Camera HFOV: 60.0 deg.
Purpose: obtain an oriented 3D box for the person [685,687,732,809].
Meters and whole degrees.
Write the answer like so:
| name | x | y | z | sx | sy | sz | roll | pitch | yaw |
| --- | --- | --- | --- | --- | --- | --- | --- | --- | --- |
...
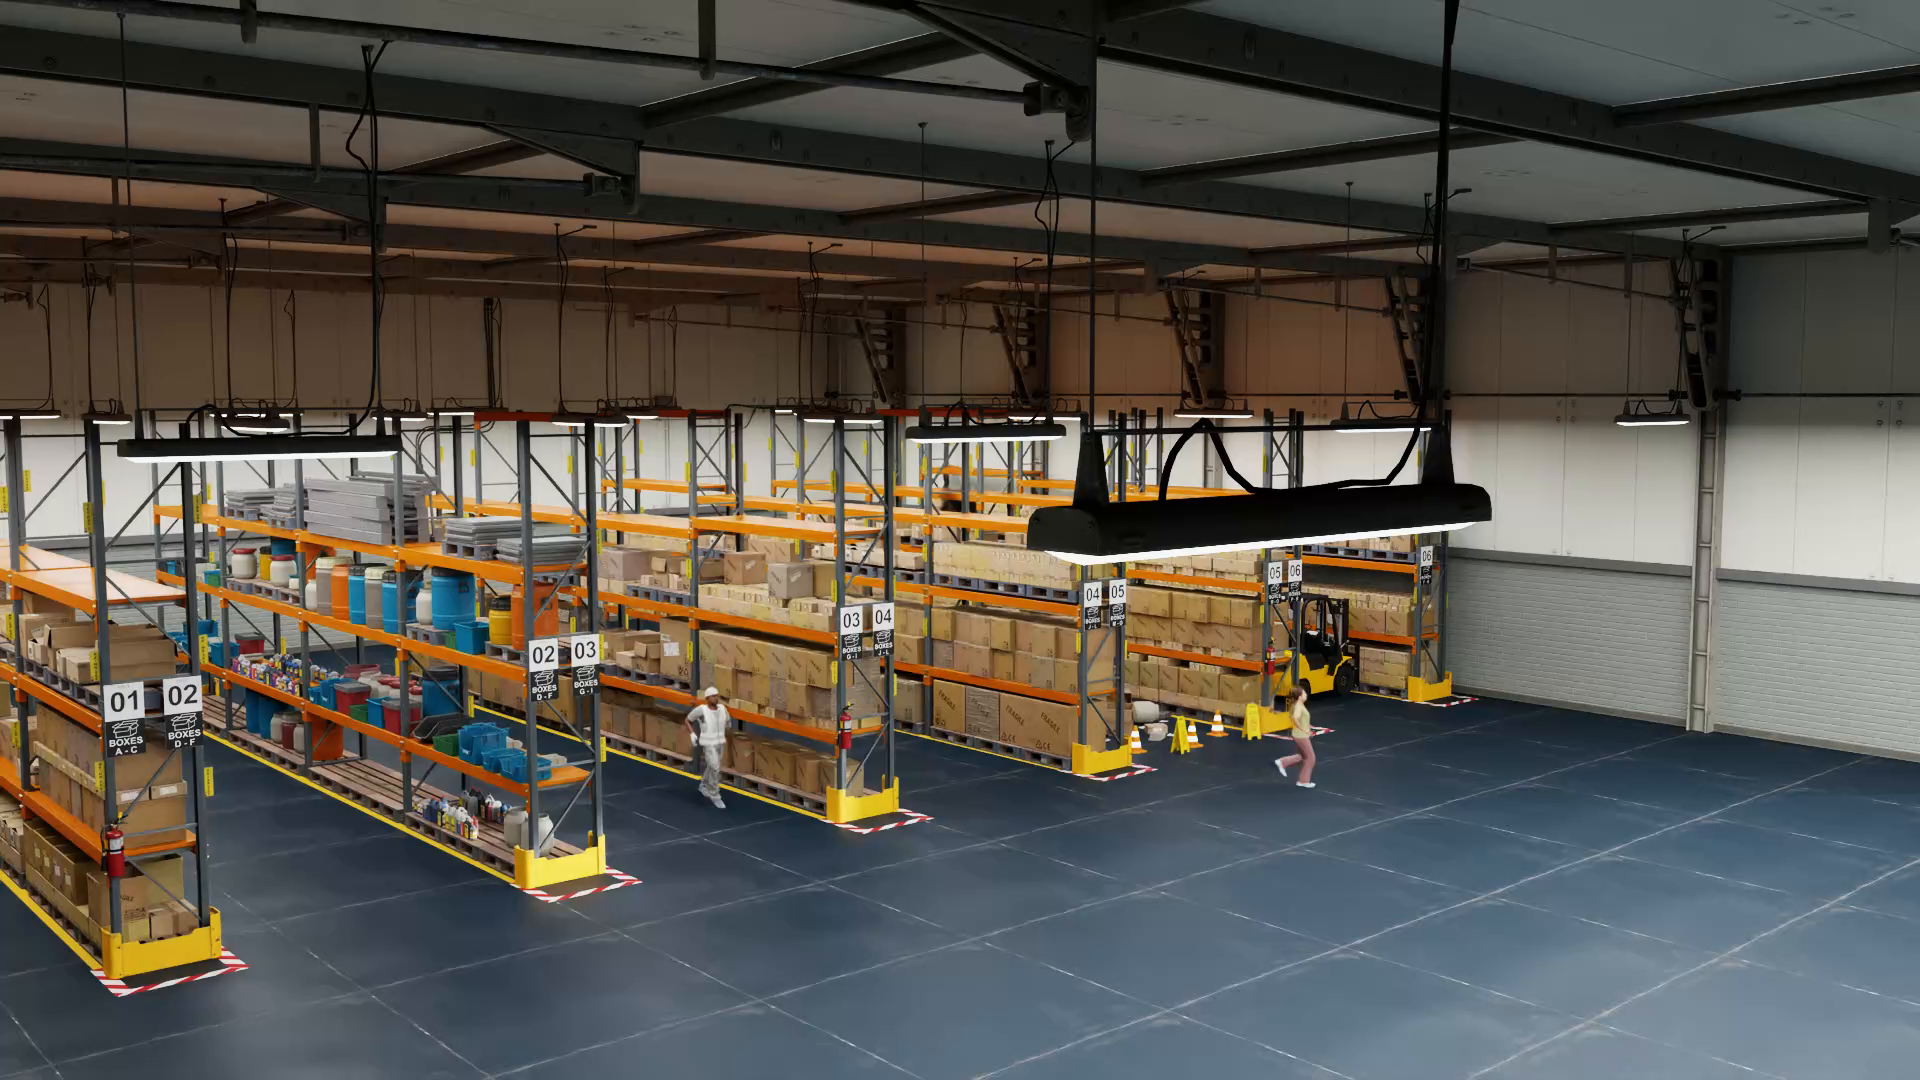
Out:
| name | x | y | z | sx | sy | sz | roll | pitch | yaw |
| --- | --- | --- | --- | --- | --- | --- | --- | --- | --- |
| person | -3.832 | 3.179 | 25.666 | 0.810 | 1.840 | 0.666 | 4 | 7 | 42 |

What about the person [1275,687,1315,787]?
| name | x | y | z | sx | sy | sz | roll | pitch | yaw |
| --- | --- | --- | --- | --- | --- | --- | --- | --- | --- |
| person | 5.423 | 3.176 | 26.788 | 0.637 | 1.635 | 0.581 | 0 | 5 | 2 |
